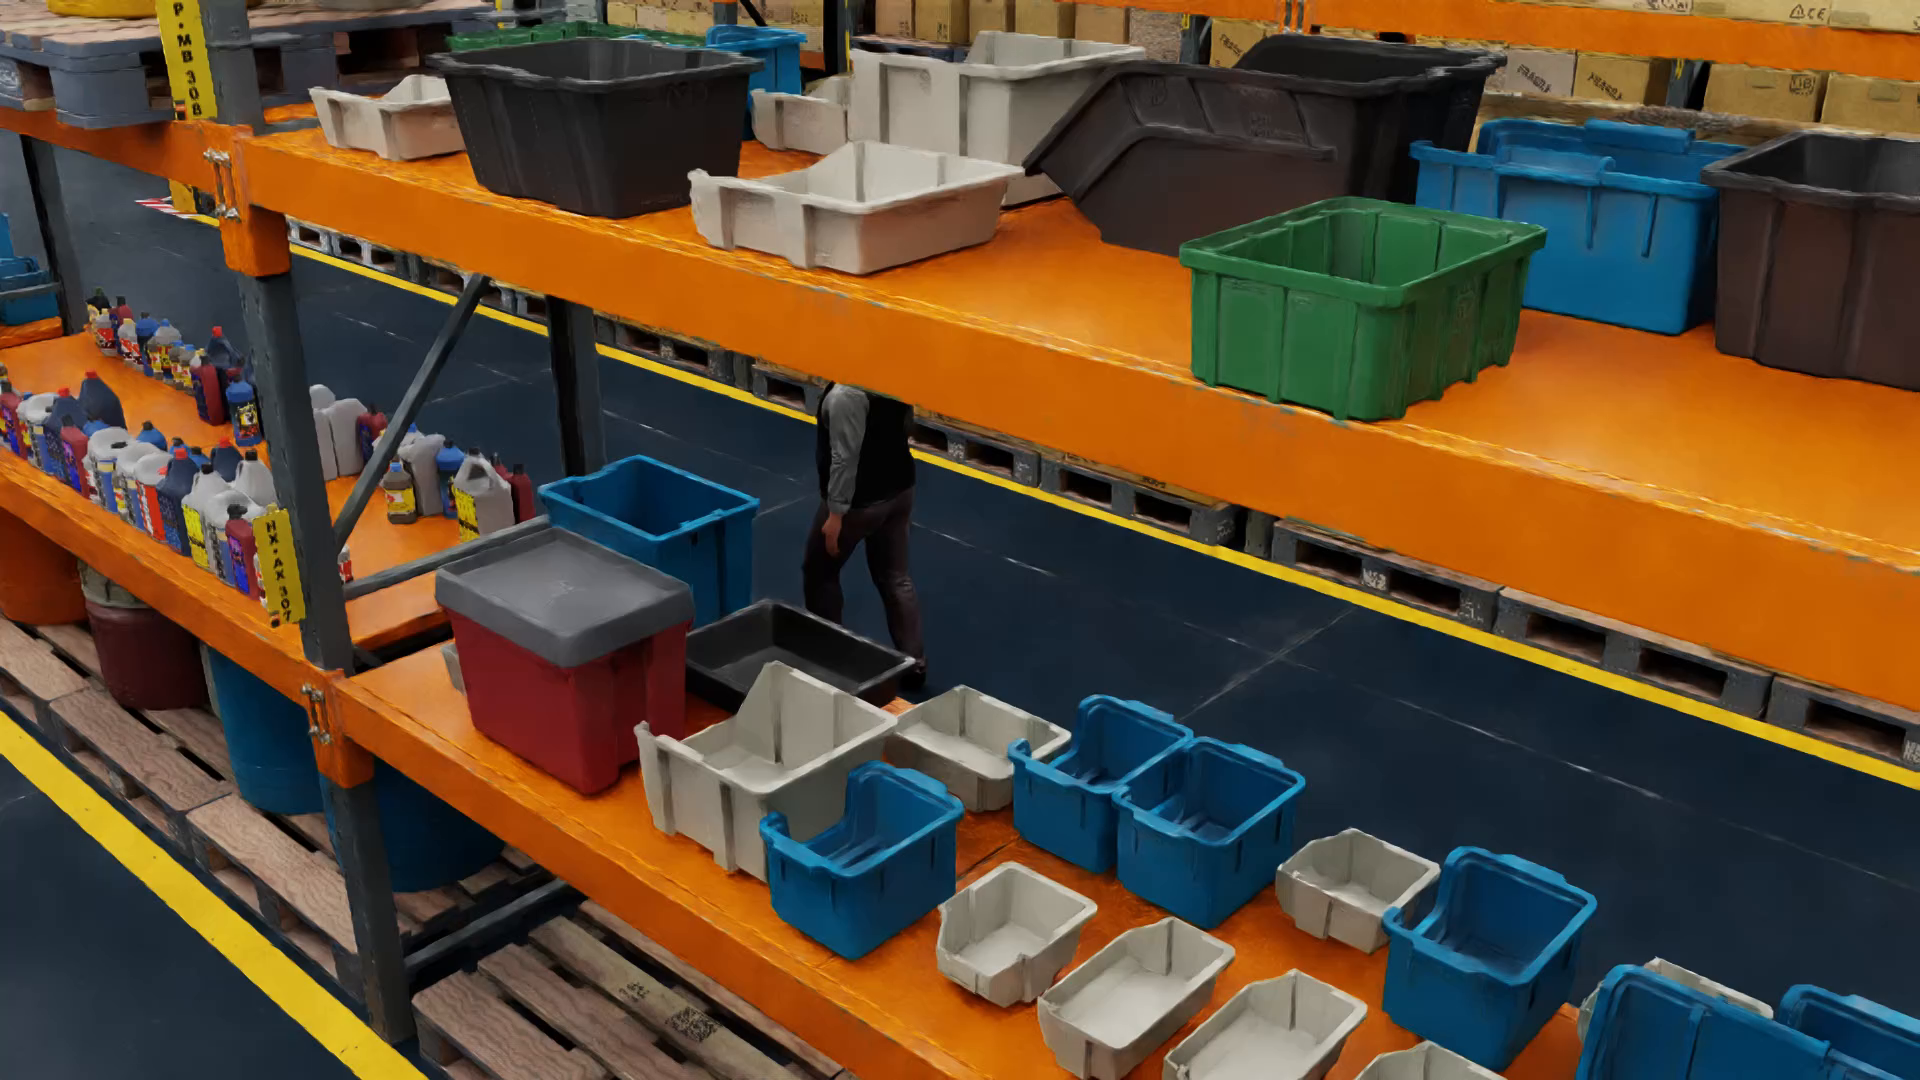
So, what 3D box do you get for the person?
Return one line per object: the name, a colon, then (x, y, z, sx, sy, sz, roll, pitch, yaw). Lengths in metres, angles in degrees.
person: (-0.463, -0.184, 7.088, 0.739, 1.745, 0.642, 16, 29, 33)
